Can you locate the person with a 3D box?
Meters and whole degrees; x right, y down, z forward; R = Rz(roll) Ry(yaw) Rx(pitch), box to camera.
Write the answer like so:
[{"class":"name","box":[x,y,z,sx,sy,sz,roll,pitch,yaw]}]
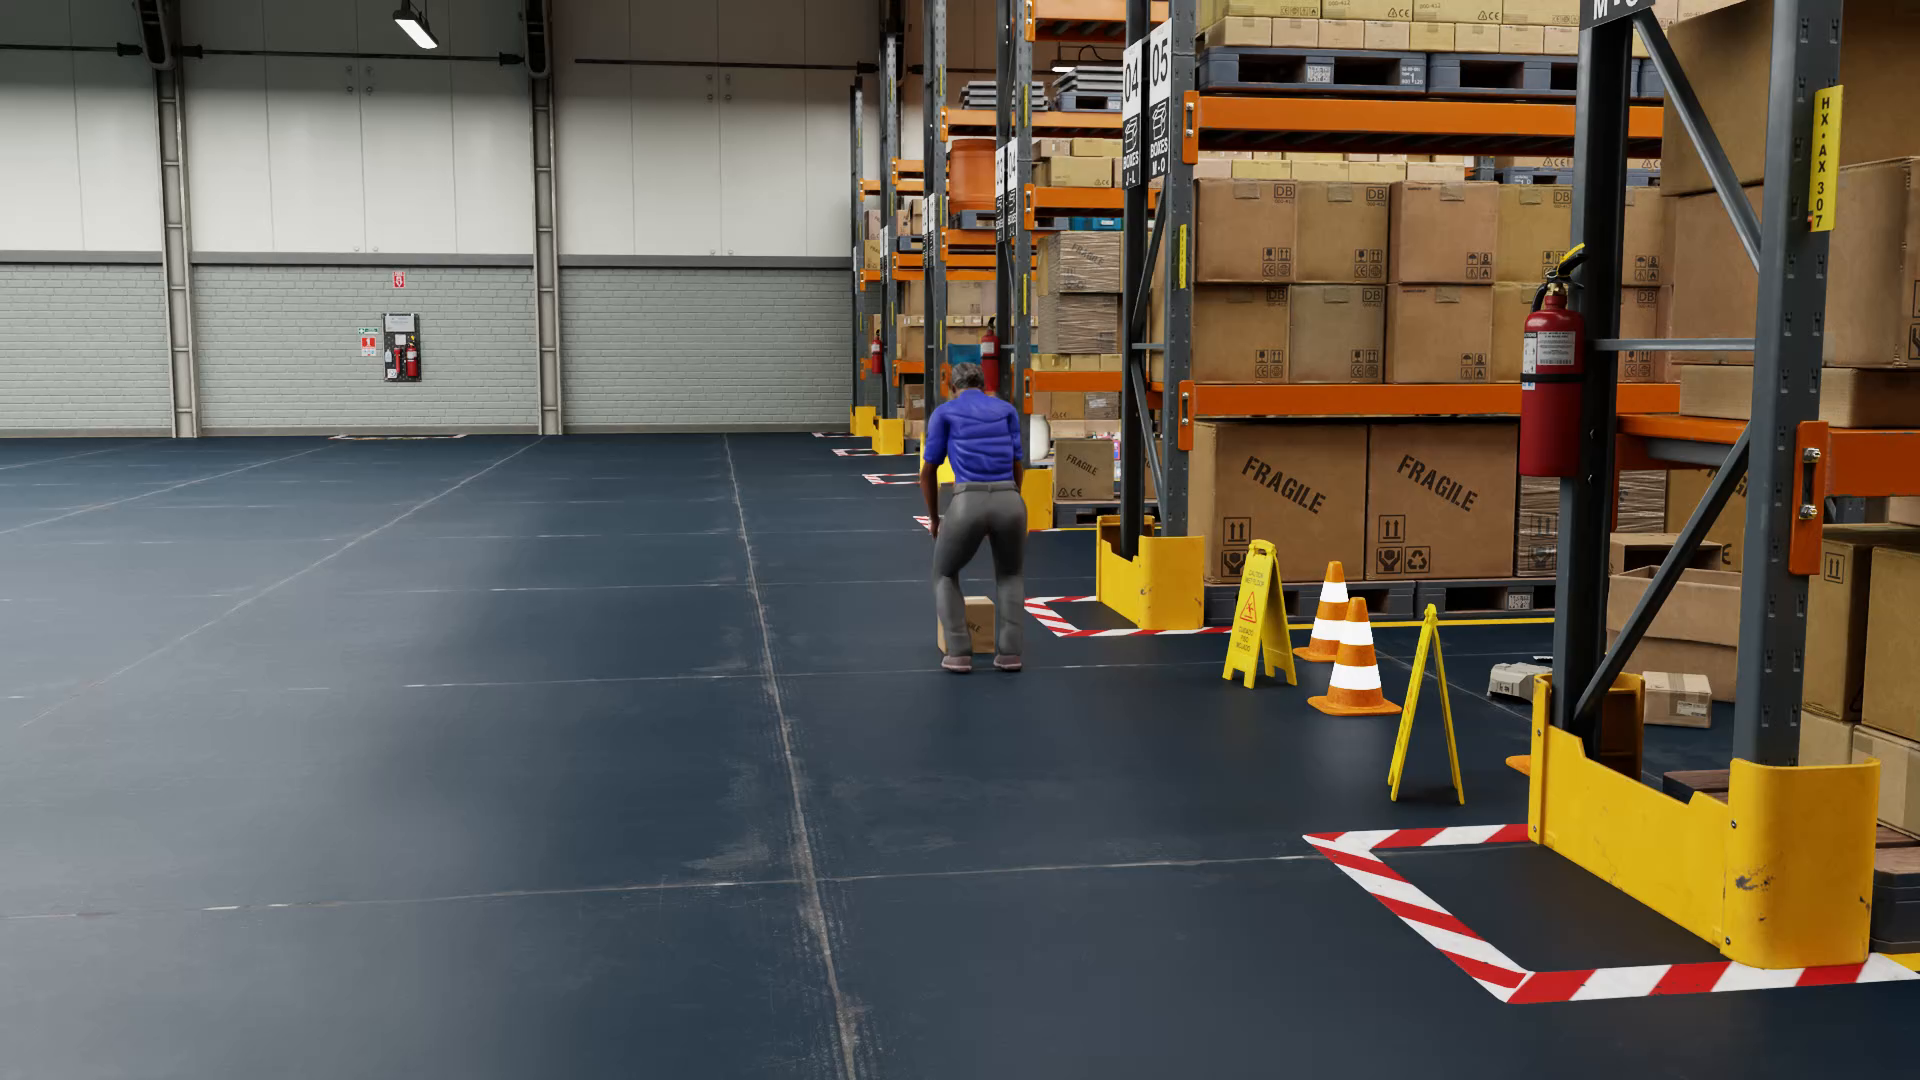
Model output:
[{"class":"person","box":[0.067,-0.108,7.789,0.492,1.441,0.577,-1,7,-8]}]
